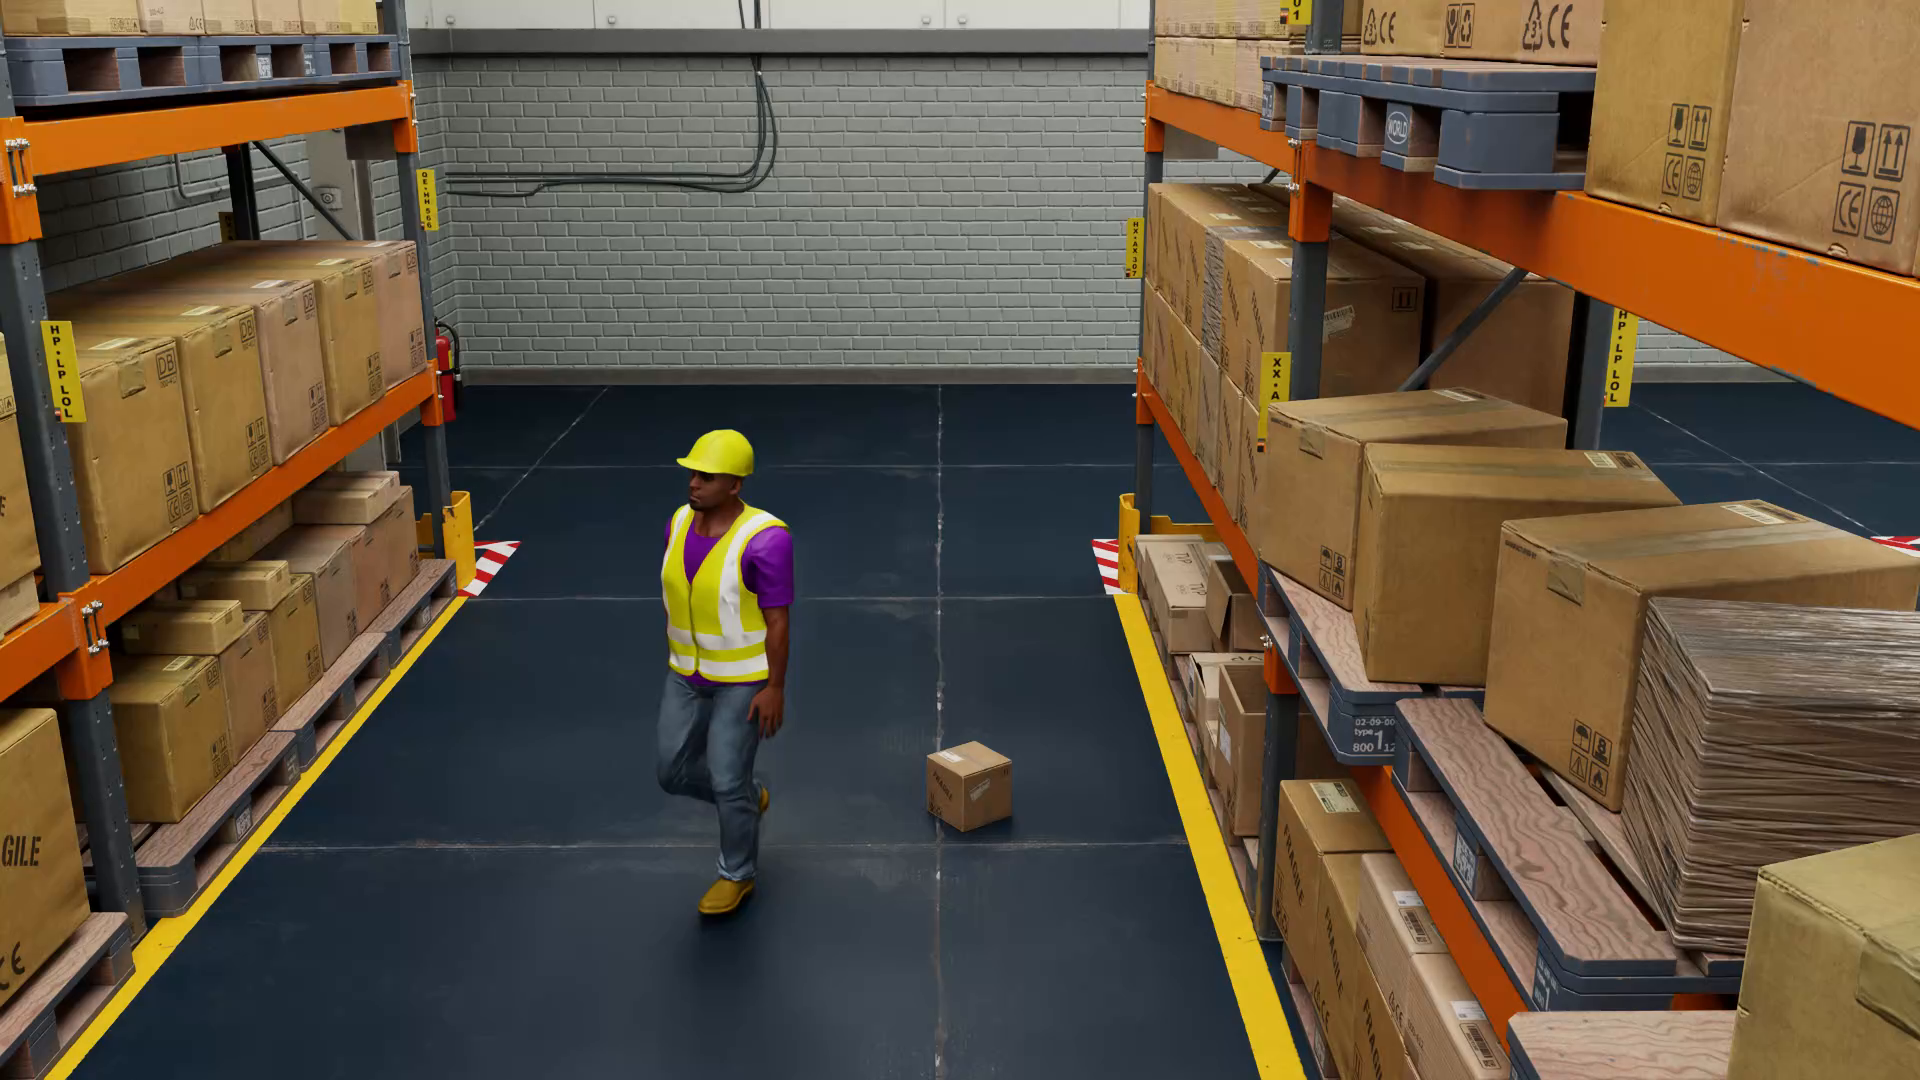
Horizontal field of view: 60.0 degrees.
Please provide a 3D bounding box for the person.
[{"bbox_3d":[-0.819,0.453,5.947,0.564,1.755,0.550,10,20,30],"label":"person"}]
